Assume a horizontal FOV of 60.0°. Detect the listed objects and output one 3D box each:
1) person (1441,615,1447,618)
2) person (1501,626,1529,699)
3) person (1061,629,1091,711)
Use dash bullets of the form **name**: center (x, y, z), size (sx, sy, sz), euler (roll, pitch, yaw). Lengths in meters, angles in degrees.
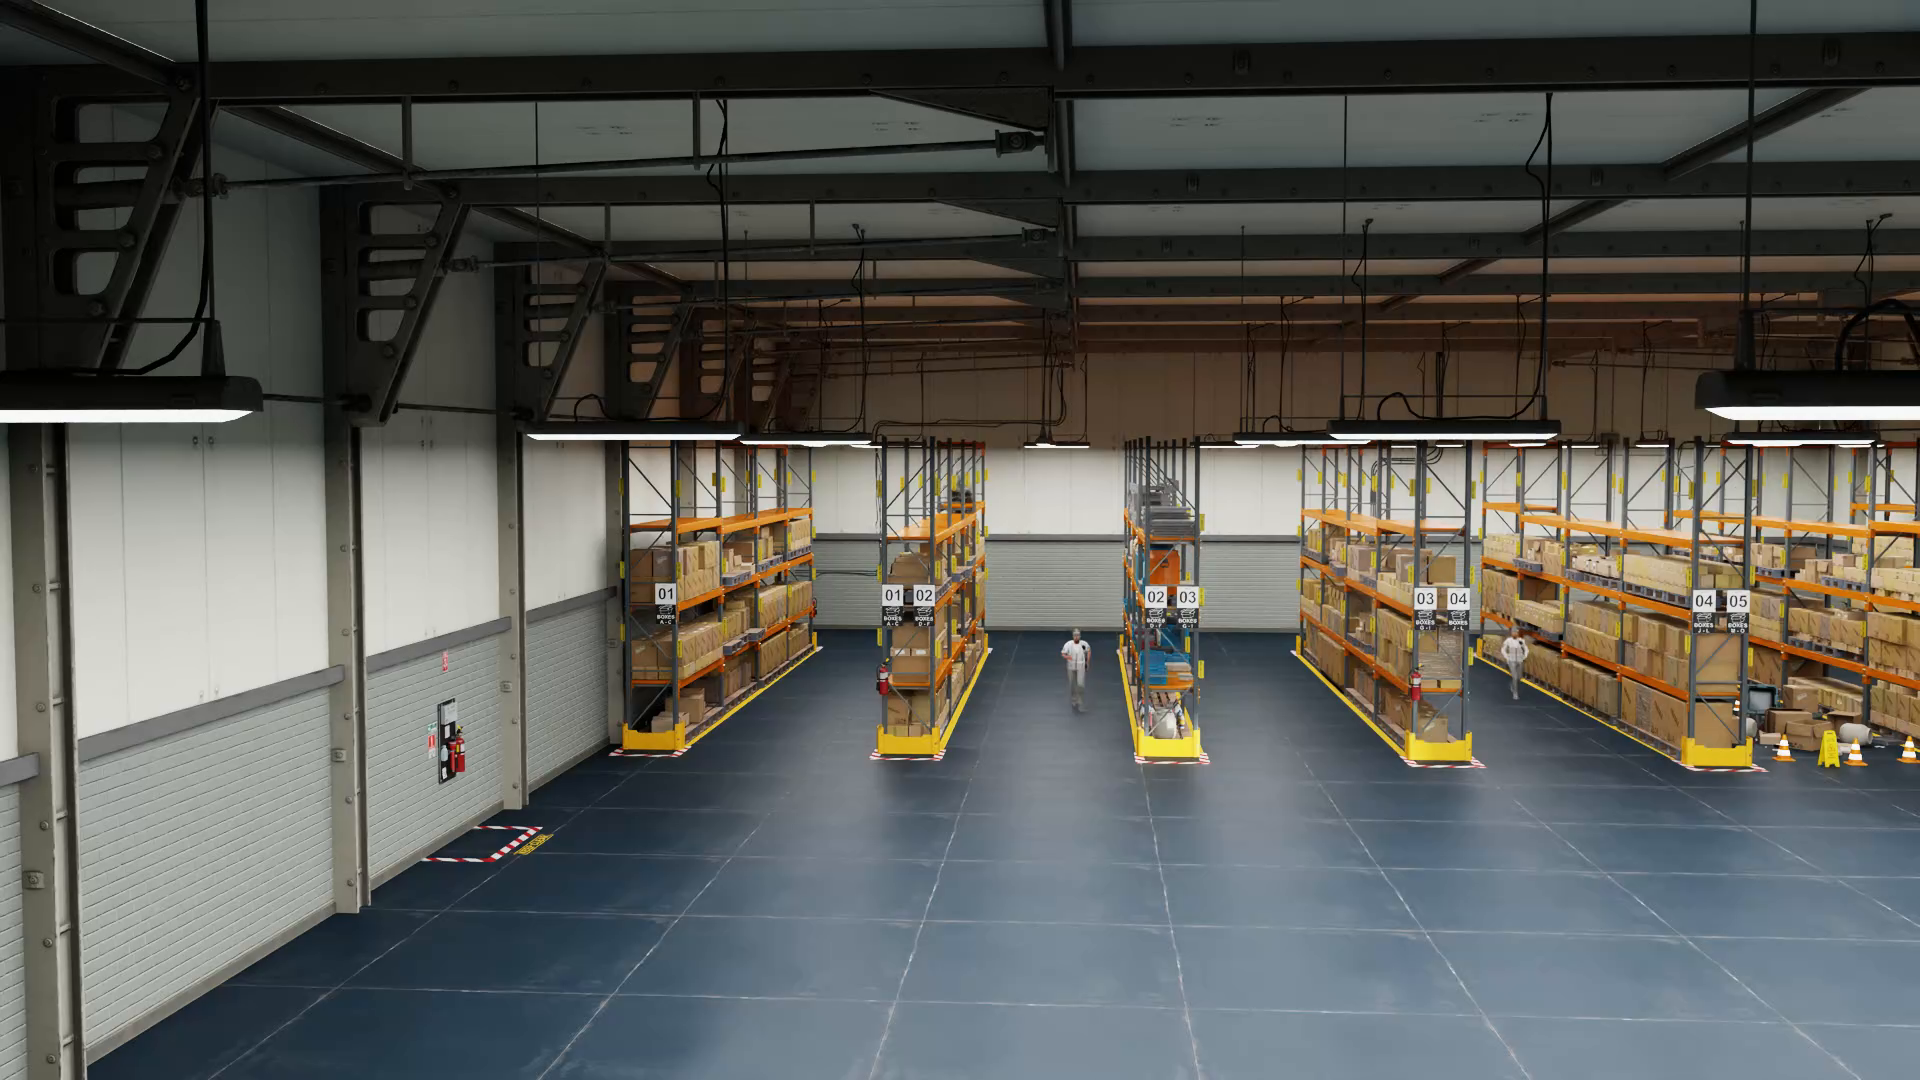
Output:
- **person**: center (13.279, 2.454, 46.598), size (0.727, 1.627, 0.665), euler (1, 3, 25)
- **person**: center (12.912, 2.831, 38.681), size (0.614, 1.684, 0.627), euler (0, 3, 8)
- **person**: center (2.569, 2.882, 36.878), size (0.645, 1.855, 0.774), euler (0, 3, 7)
